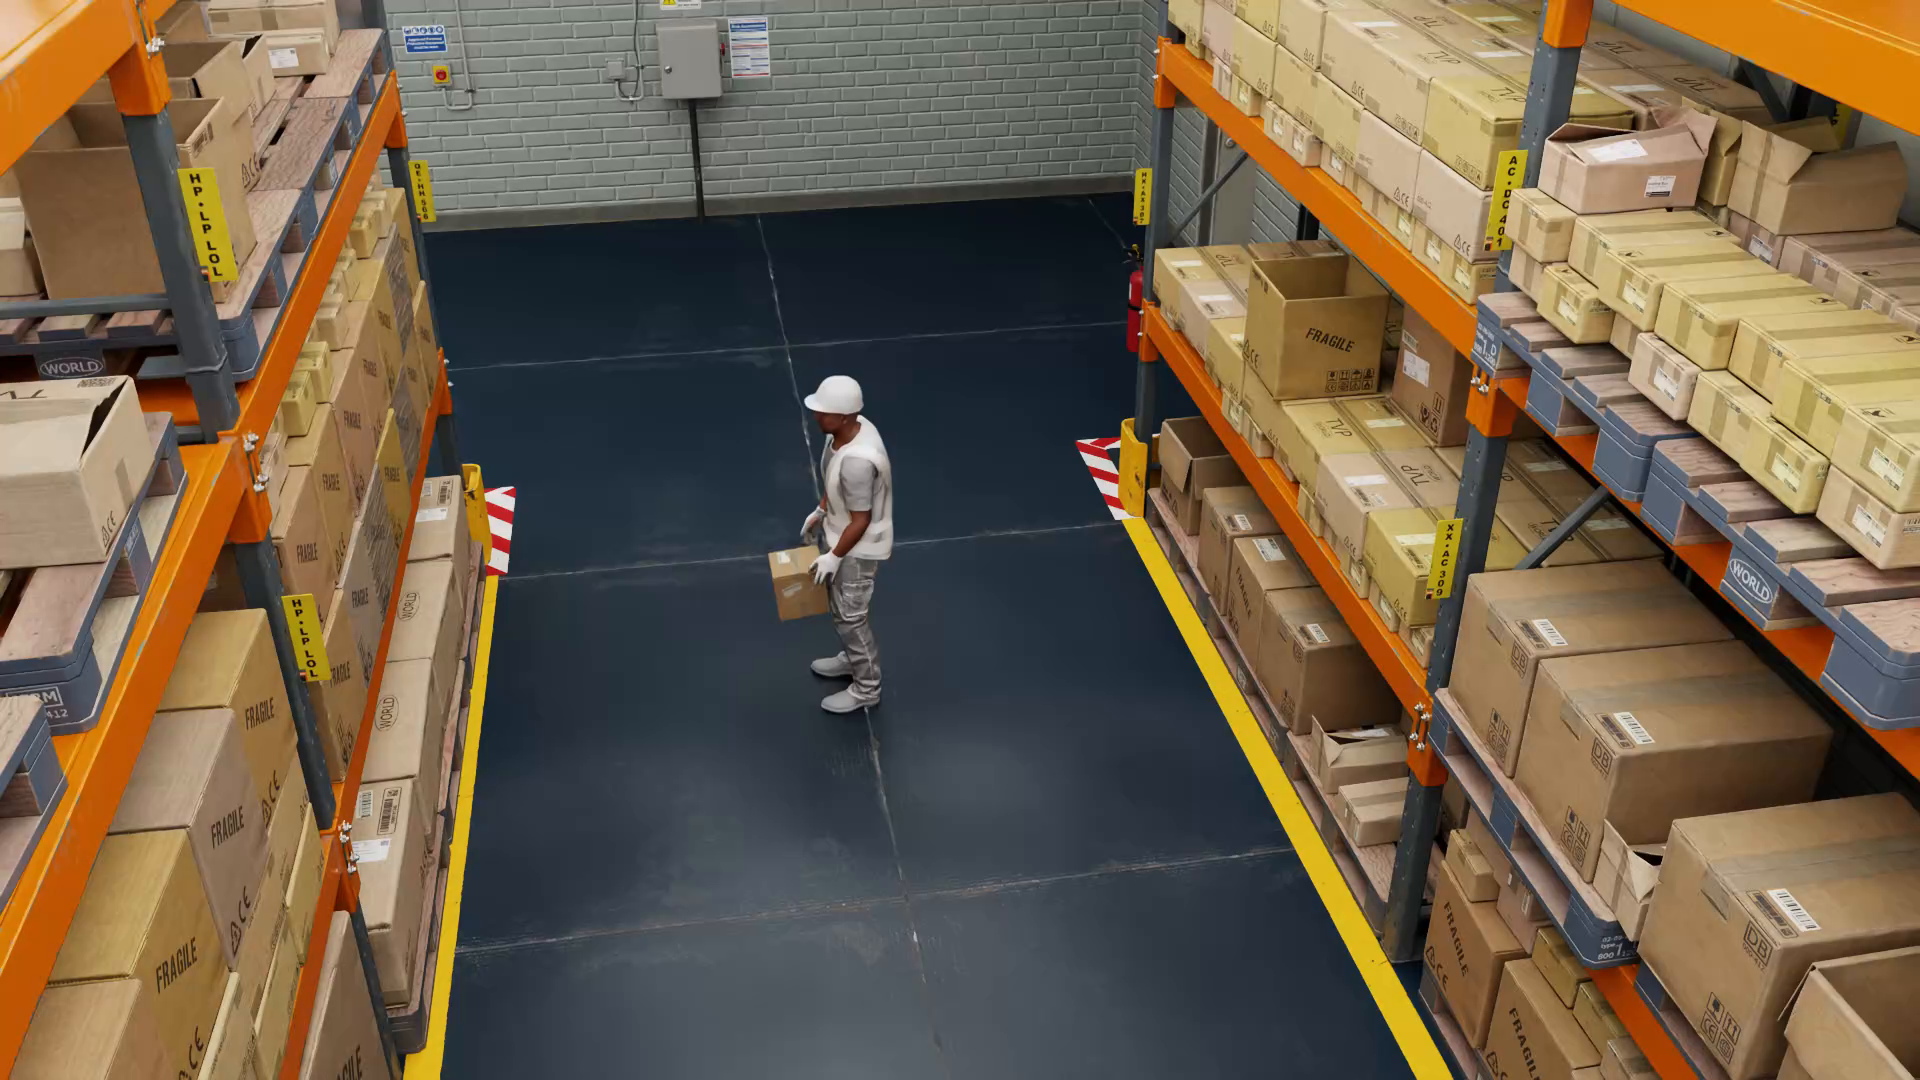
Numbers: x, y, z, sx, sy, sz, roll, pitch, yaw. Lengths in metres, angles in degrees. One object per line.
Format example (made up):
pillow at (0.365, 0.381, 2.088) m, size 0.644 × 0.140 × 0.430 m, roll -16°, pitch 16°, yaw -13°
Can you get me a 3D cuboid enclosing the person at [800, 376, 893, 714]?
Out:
person at (-0.546, 0.011, 8.101) m, size 0.430 × 1.783 × 0.565 m, roll -6°, pitch 31°, yaw -10°
